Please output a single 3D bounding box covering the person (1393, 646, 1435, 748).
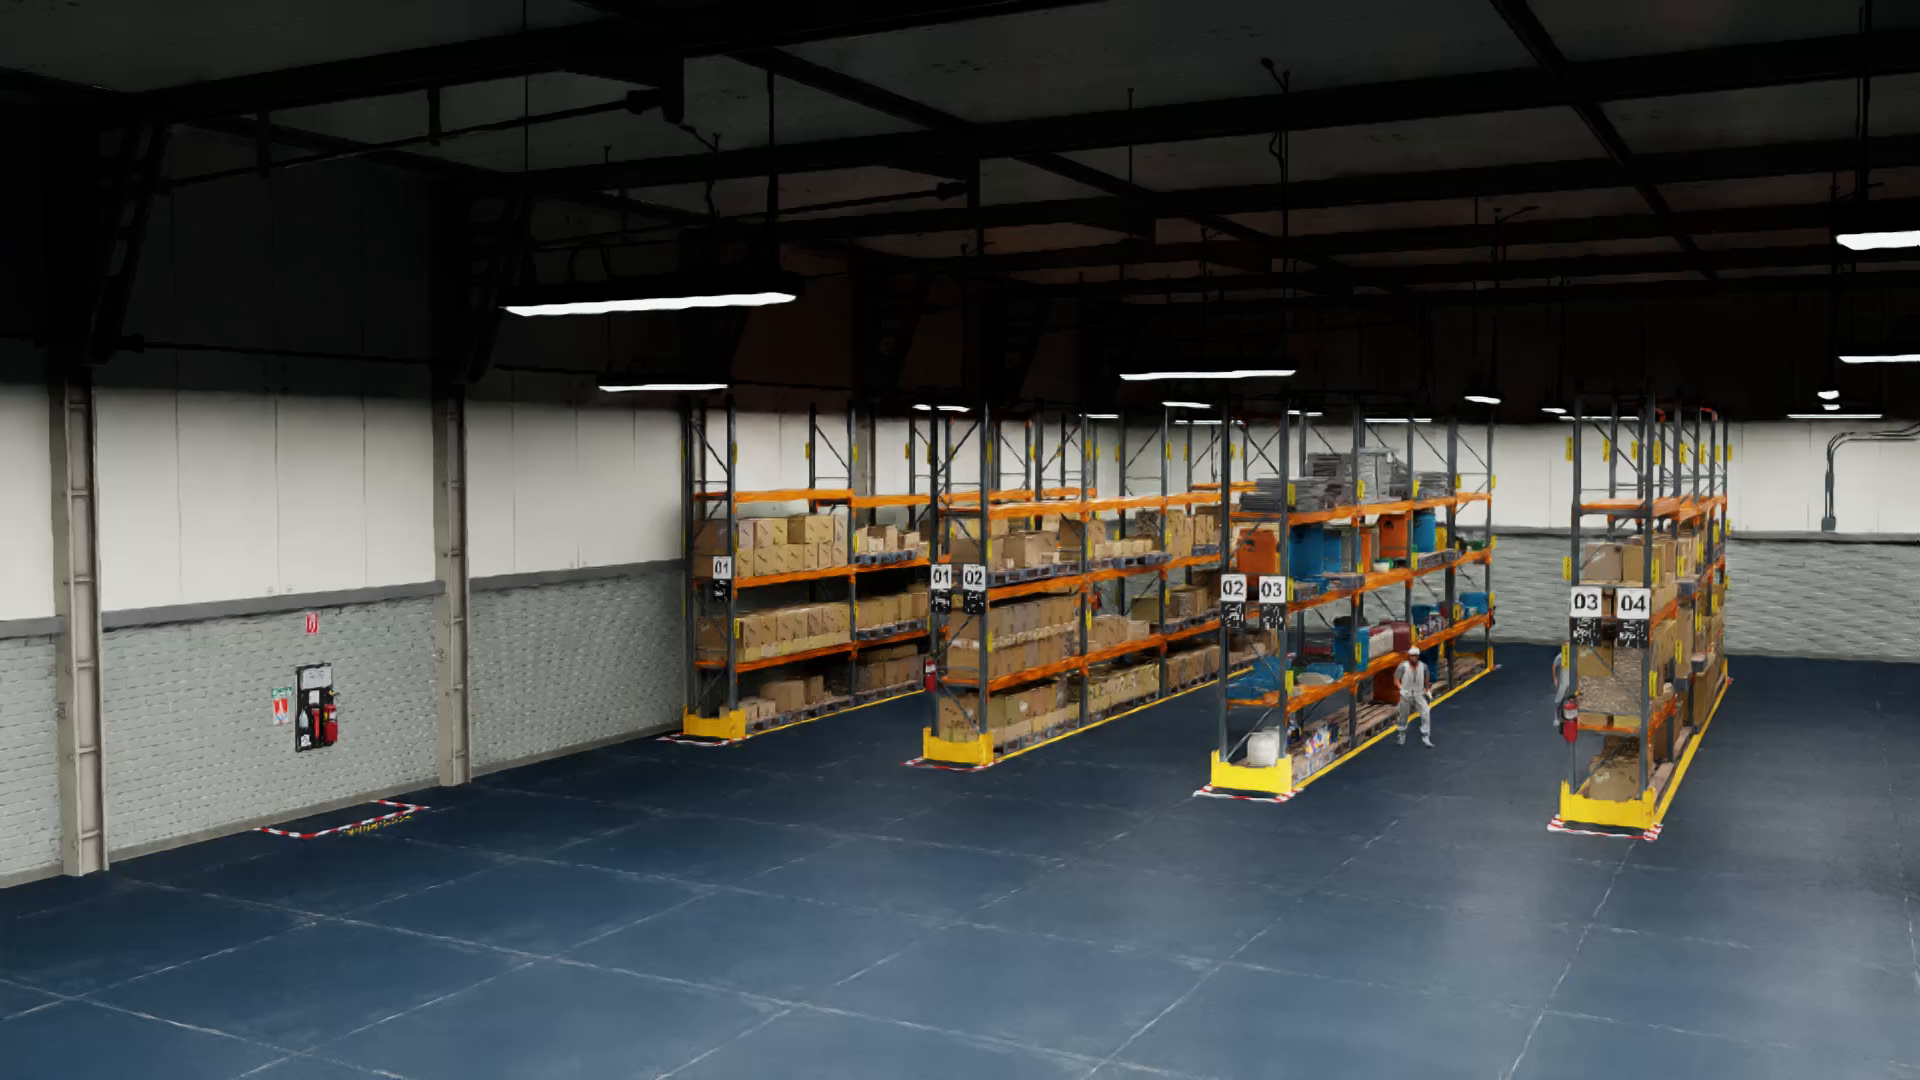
[{"bbox_3d":[7.681,2.647,28.210,0.675,1.728,0.774,0,3,5],"label":"person"}]

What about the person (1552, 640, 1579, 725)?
[{"bbox_3d":[11.092,2.605,30.301,0.580,1.618,0.507,1,3,26],"label":"person"}]
